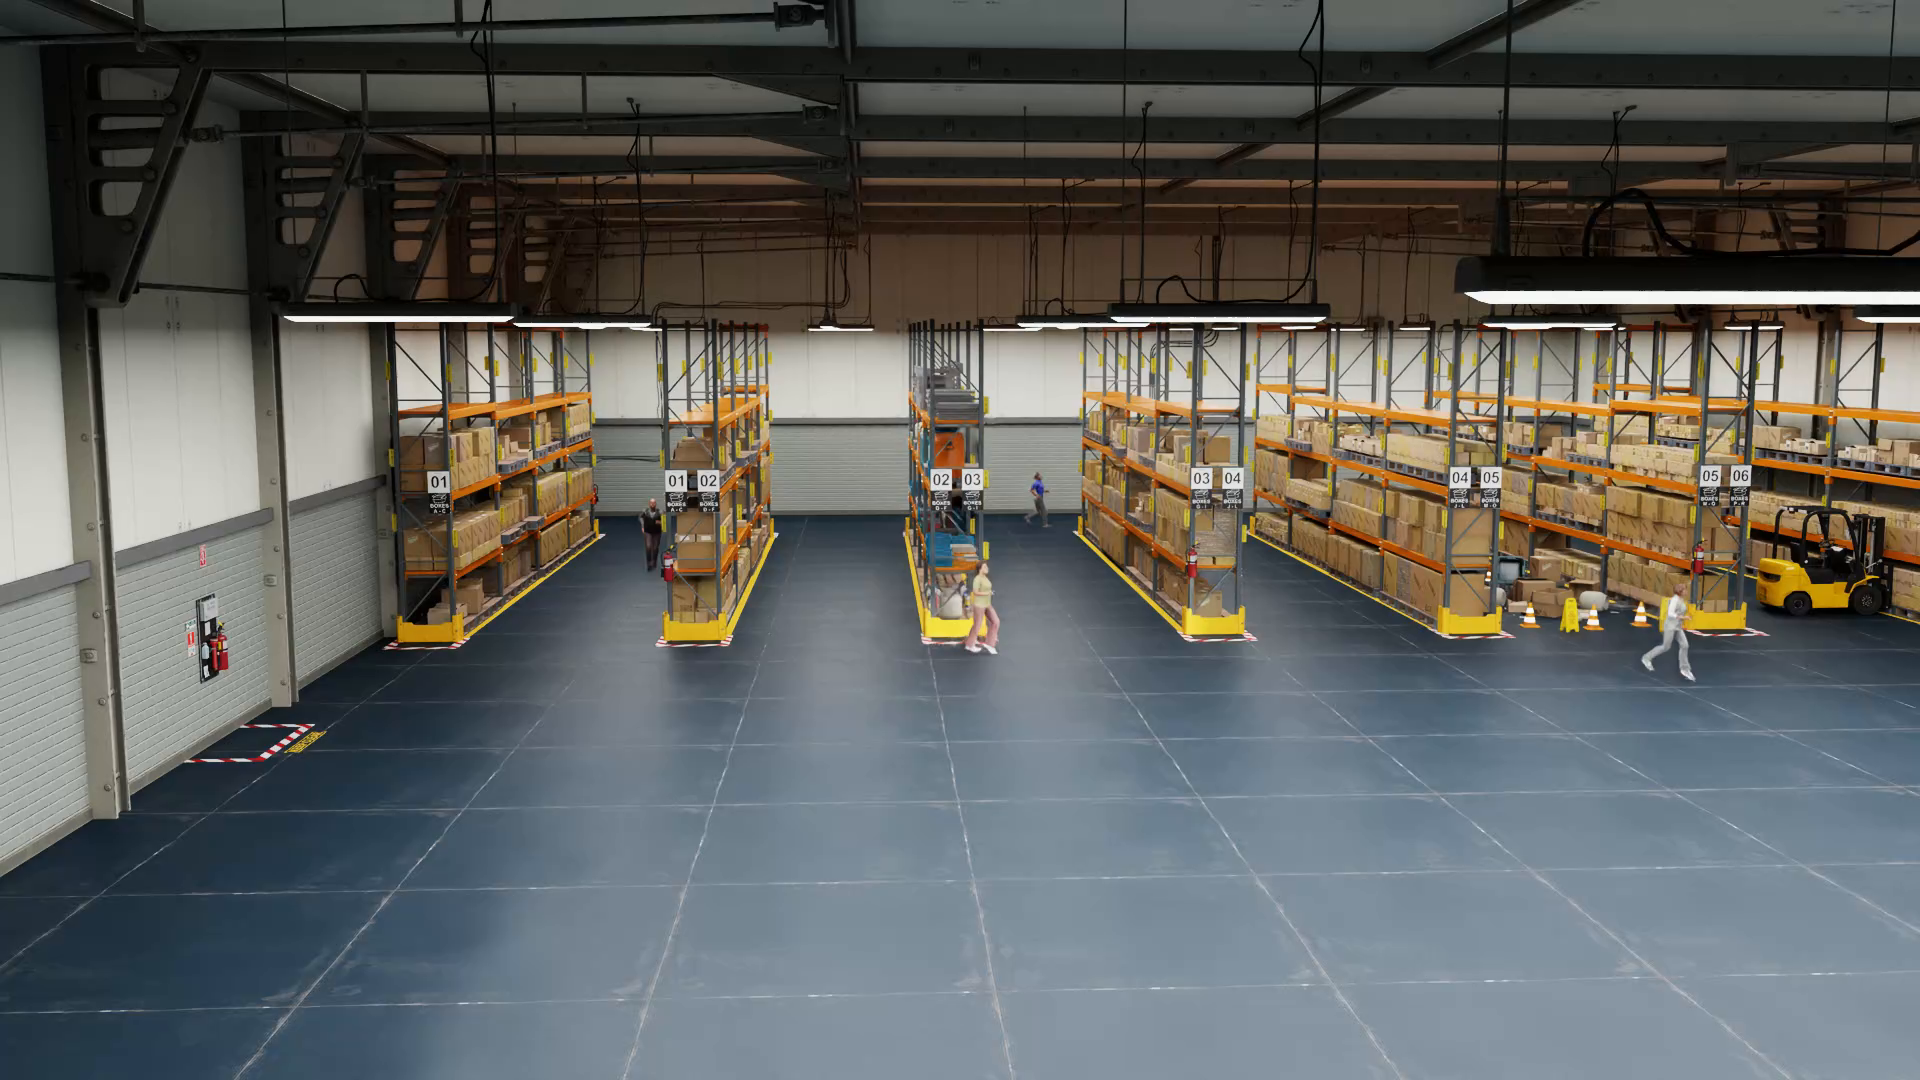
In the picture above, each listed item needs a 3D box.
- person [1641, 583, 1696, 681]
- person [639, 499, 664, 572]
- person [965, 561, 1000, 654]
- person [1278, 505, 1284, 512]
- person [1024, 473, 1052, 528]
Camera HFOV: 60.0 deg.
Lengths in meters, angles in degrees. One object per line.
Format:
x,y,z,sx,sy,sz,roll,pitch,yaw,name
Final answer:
11.894,1.554,27.833,0.902,1.512,0.562,6,9,41,person
-7.468,-0.118,40.454,0.642,1.785,0.799,-2,7,-14,person
0.408,1.224,29.840,0.677,1.714,0.592,4,8,31,person
9.695,-1.123,49.243,0.468,1.564,0.838,7,10,44,person
2.315,-1.191,49.369,0.878,1.628,0.587,2,7,14,person
